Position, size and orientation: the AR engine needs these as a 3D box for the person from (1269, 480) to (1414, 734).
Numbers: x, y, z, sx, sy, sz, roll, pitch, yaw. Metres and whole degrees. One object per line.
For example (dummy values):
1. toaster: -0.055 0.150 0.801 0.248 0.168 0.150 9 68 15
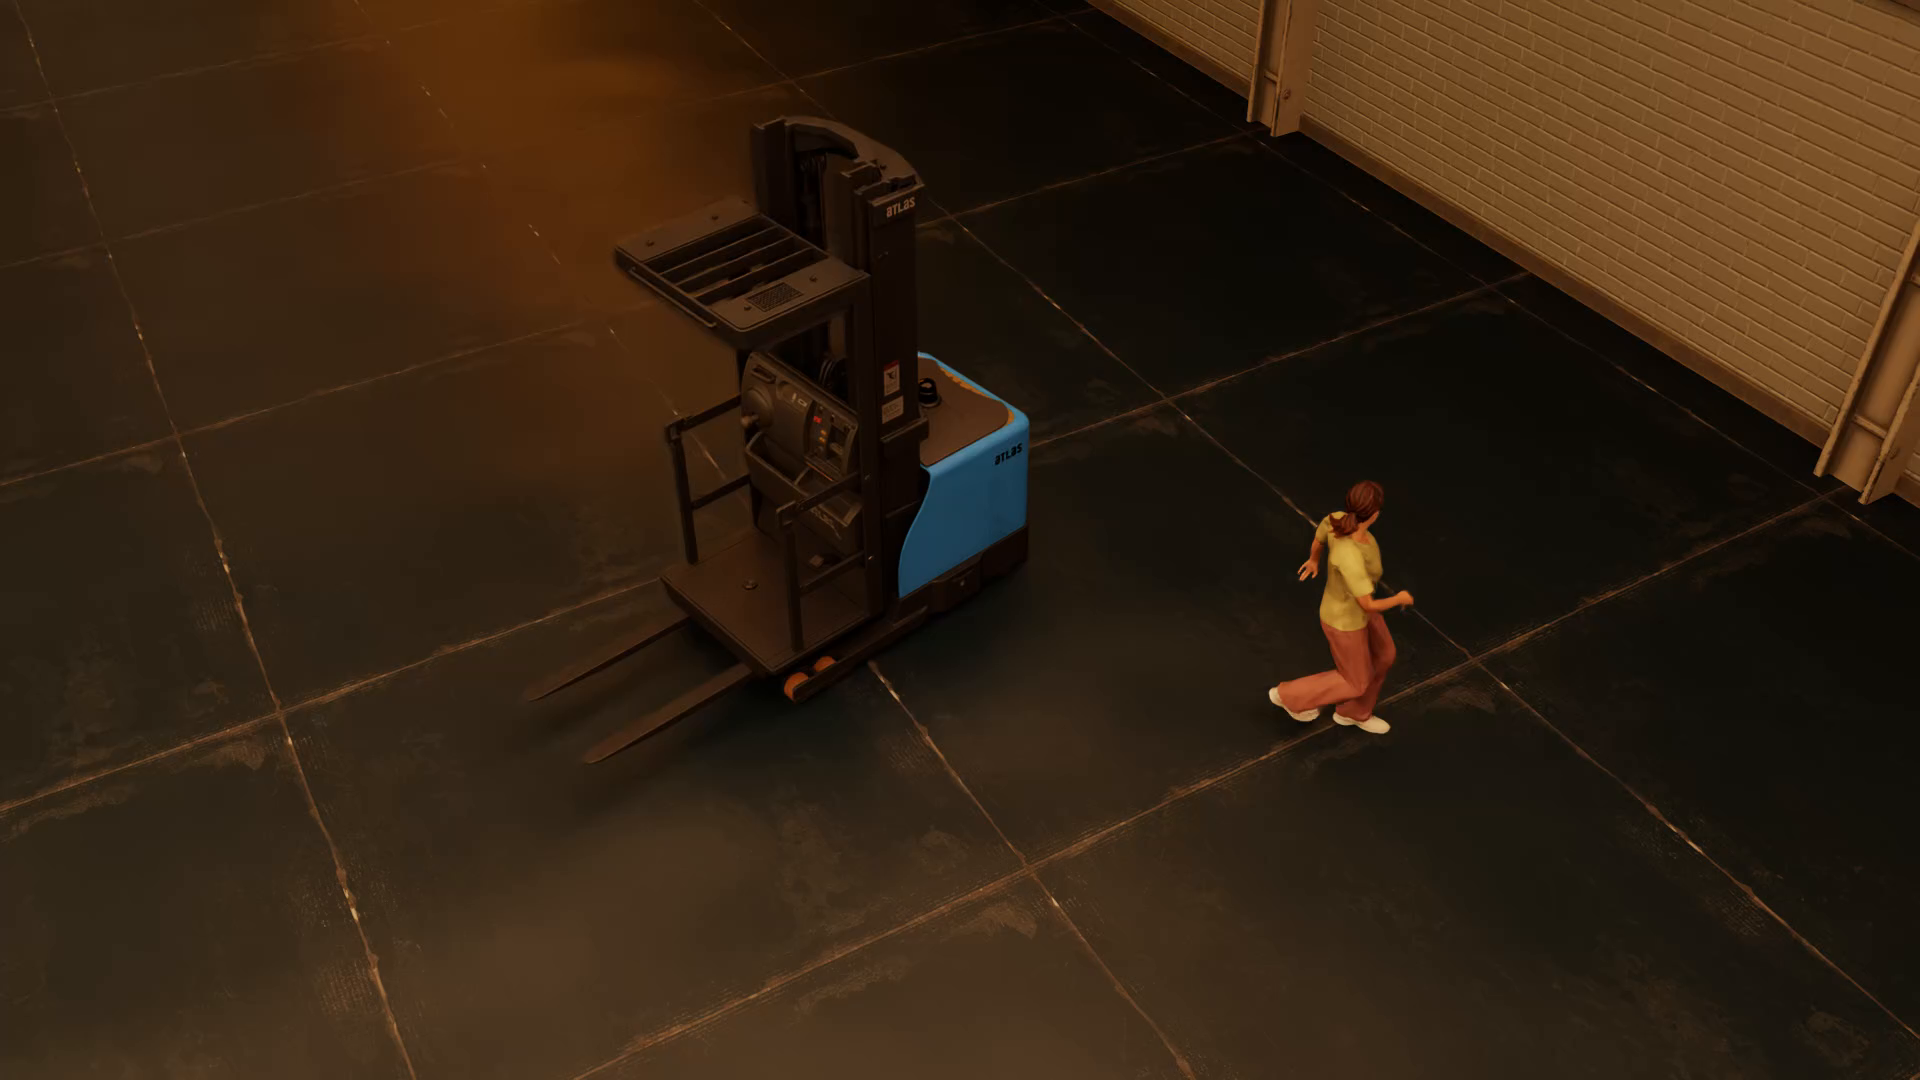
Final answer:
1. person: 2.035 0.352 8.656 0.662 1.612 0.572 14 42 16

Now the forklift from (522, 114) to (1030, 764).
1. forklift: -1.017 -0.605 8.765 3.031 2.935 1.130 -30 48 -31
